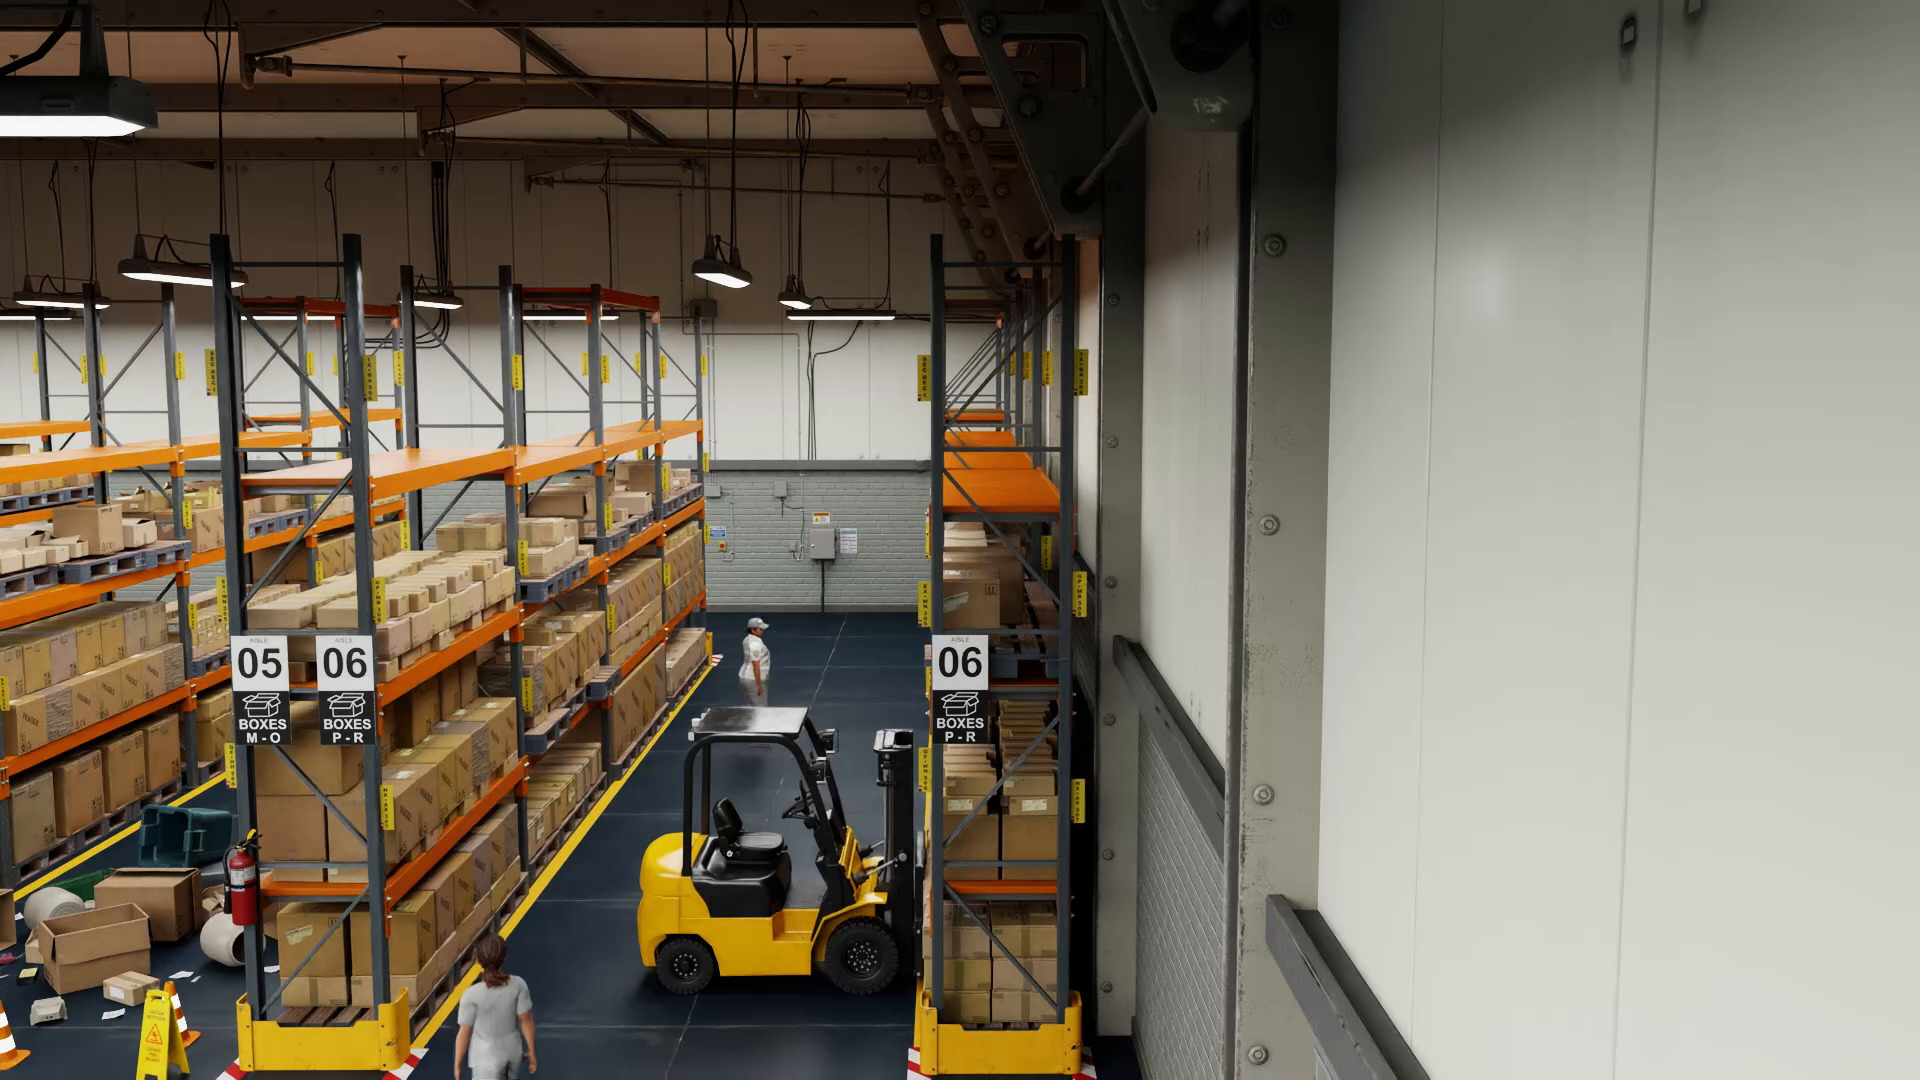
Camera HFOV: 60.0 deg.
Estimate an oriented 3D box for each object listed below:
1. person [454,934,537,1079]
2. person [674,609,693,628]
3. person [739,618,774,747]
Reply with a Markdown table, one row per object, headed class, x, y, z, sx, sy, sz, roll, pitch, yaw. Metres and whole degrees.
| class | x | y | z | sx | sy | sz | roll | pitch | yaw |
| --- | --- | --- | --- | --- | --- | --- | --- | --- | --- |
| person | -2.922 | 3.214 | 10.287 | 0.621 | 1.664 | 0.509 | 4 | 8 | 33 |
| person | -4.924 | 1.105 | 29.045 | 0.560 | 1.731 | 0.422 | 2 | 7 | 21 |
| person | -2.641 | 1.830 | 21.486 | 0.402 | 1.664 | 0.531 | -3 | 7 | -22 |
